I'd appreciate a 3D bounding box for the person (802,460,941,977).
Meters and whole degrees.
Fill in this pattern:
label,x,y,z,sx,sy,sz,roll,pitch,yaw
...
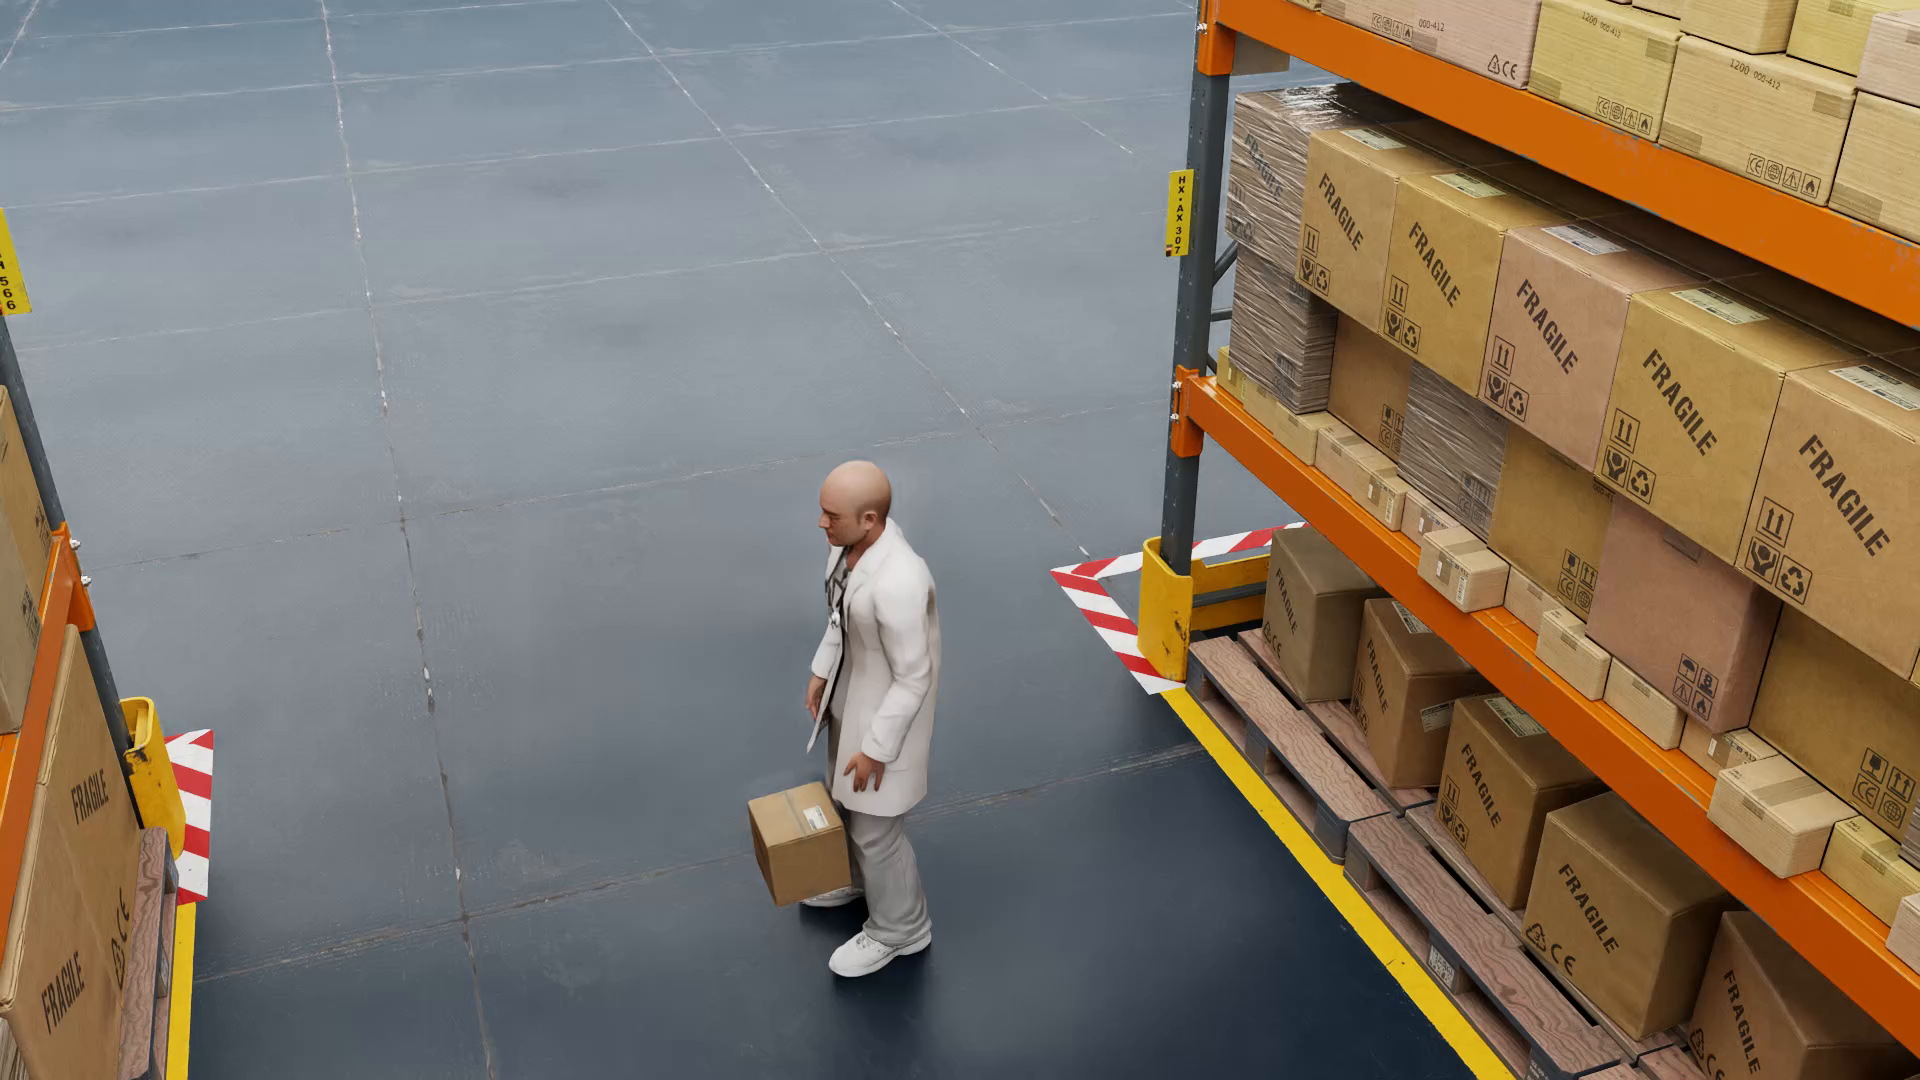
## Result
label,x,y,z,sx,sy,sz,roll,pitch,yaw
person,-0.282,0.545,5.175,0.424,1.777,0.594,-11,31,-19
